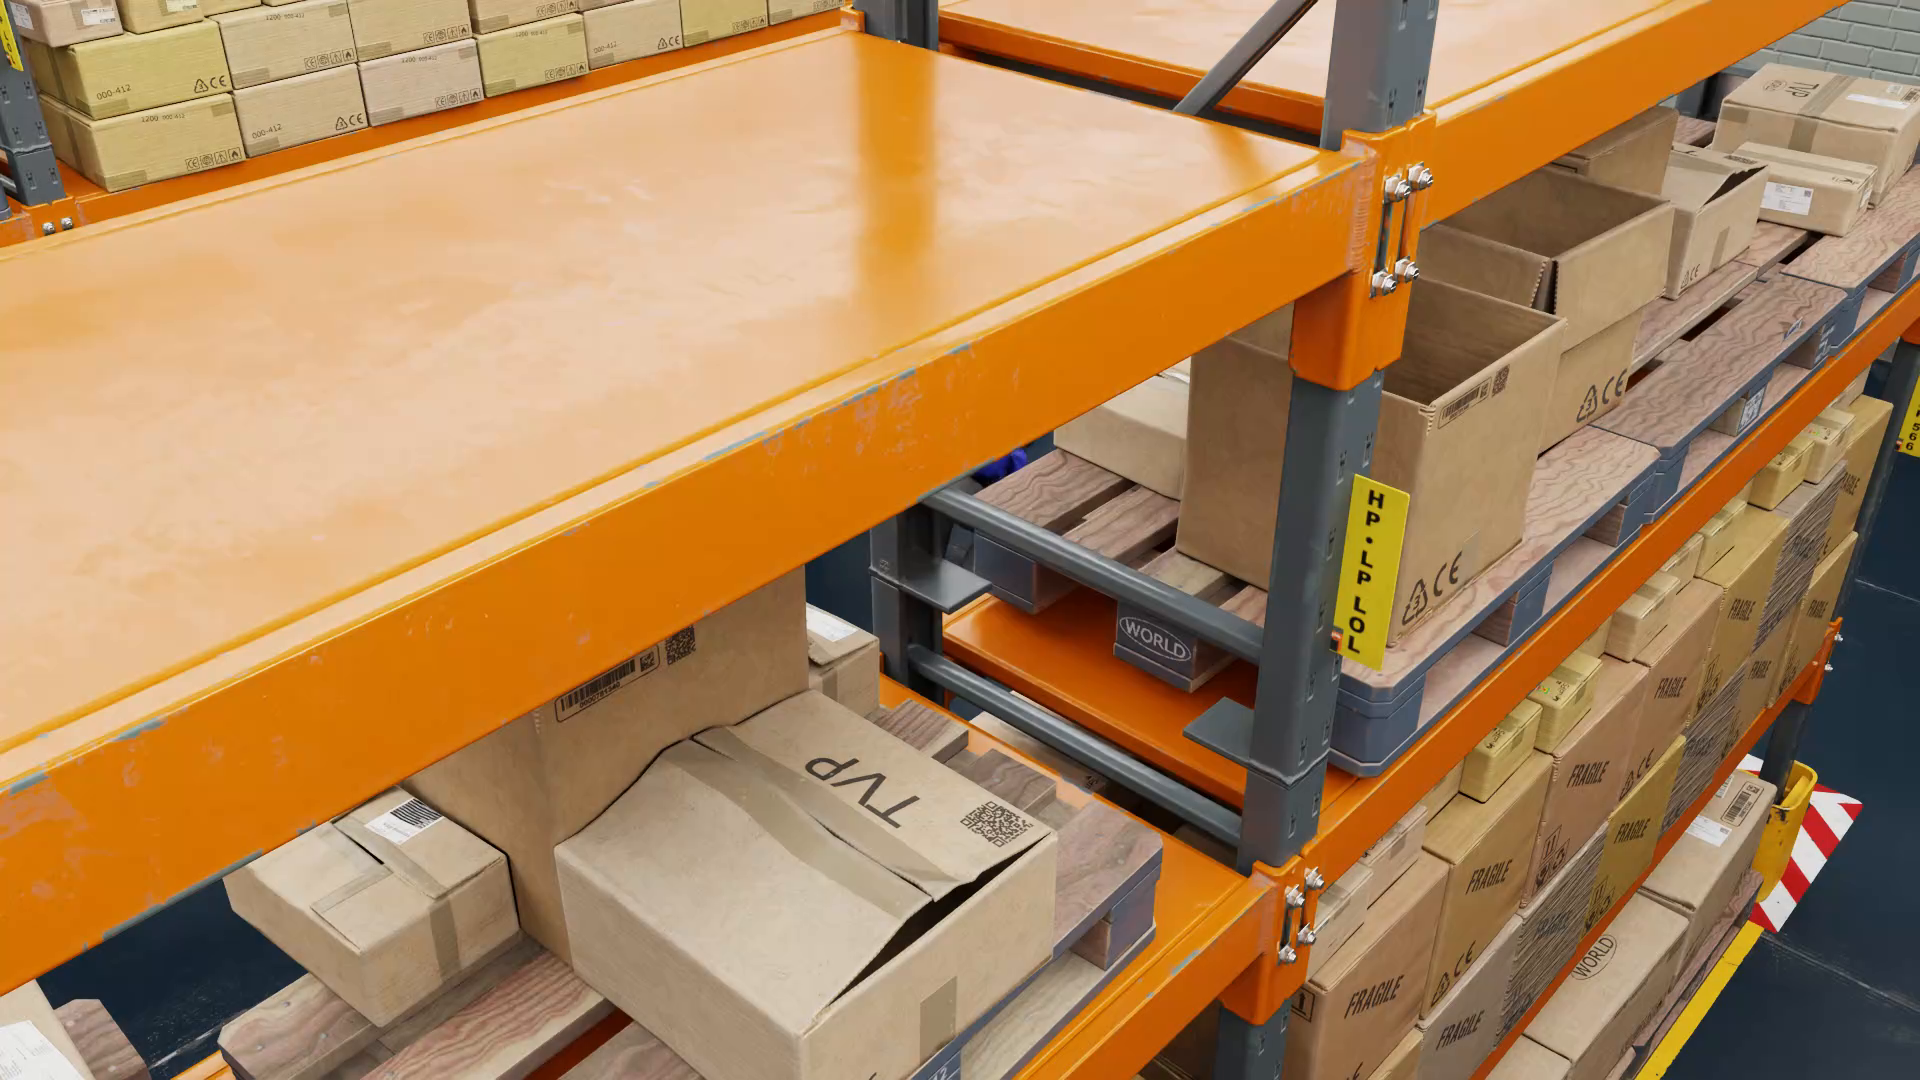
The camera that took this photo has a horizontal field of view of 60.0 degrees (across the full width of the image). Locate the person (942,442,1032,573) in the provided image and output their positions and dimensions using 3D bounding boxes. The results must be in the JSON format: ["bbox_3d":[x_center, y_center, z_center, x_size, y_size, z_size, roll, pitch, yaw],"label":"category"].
[{"bbox_3d":[0.098,-0.158,8.574,0.444,0.954,0.876,23,39,33],"label":"person"}]
